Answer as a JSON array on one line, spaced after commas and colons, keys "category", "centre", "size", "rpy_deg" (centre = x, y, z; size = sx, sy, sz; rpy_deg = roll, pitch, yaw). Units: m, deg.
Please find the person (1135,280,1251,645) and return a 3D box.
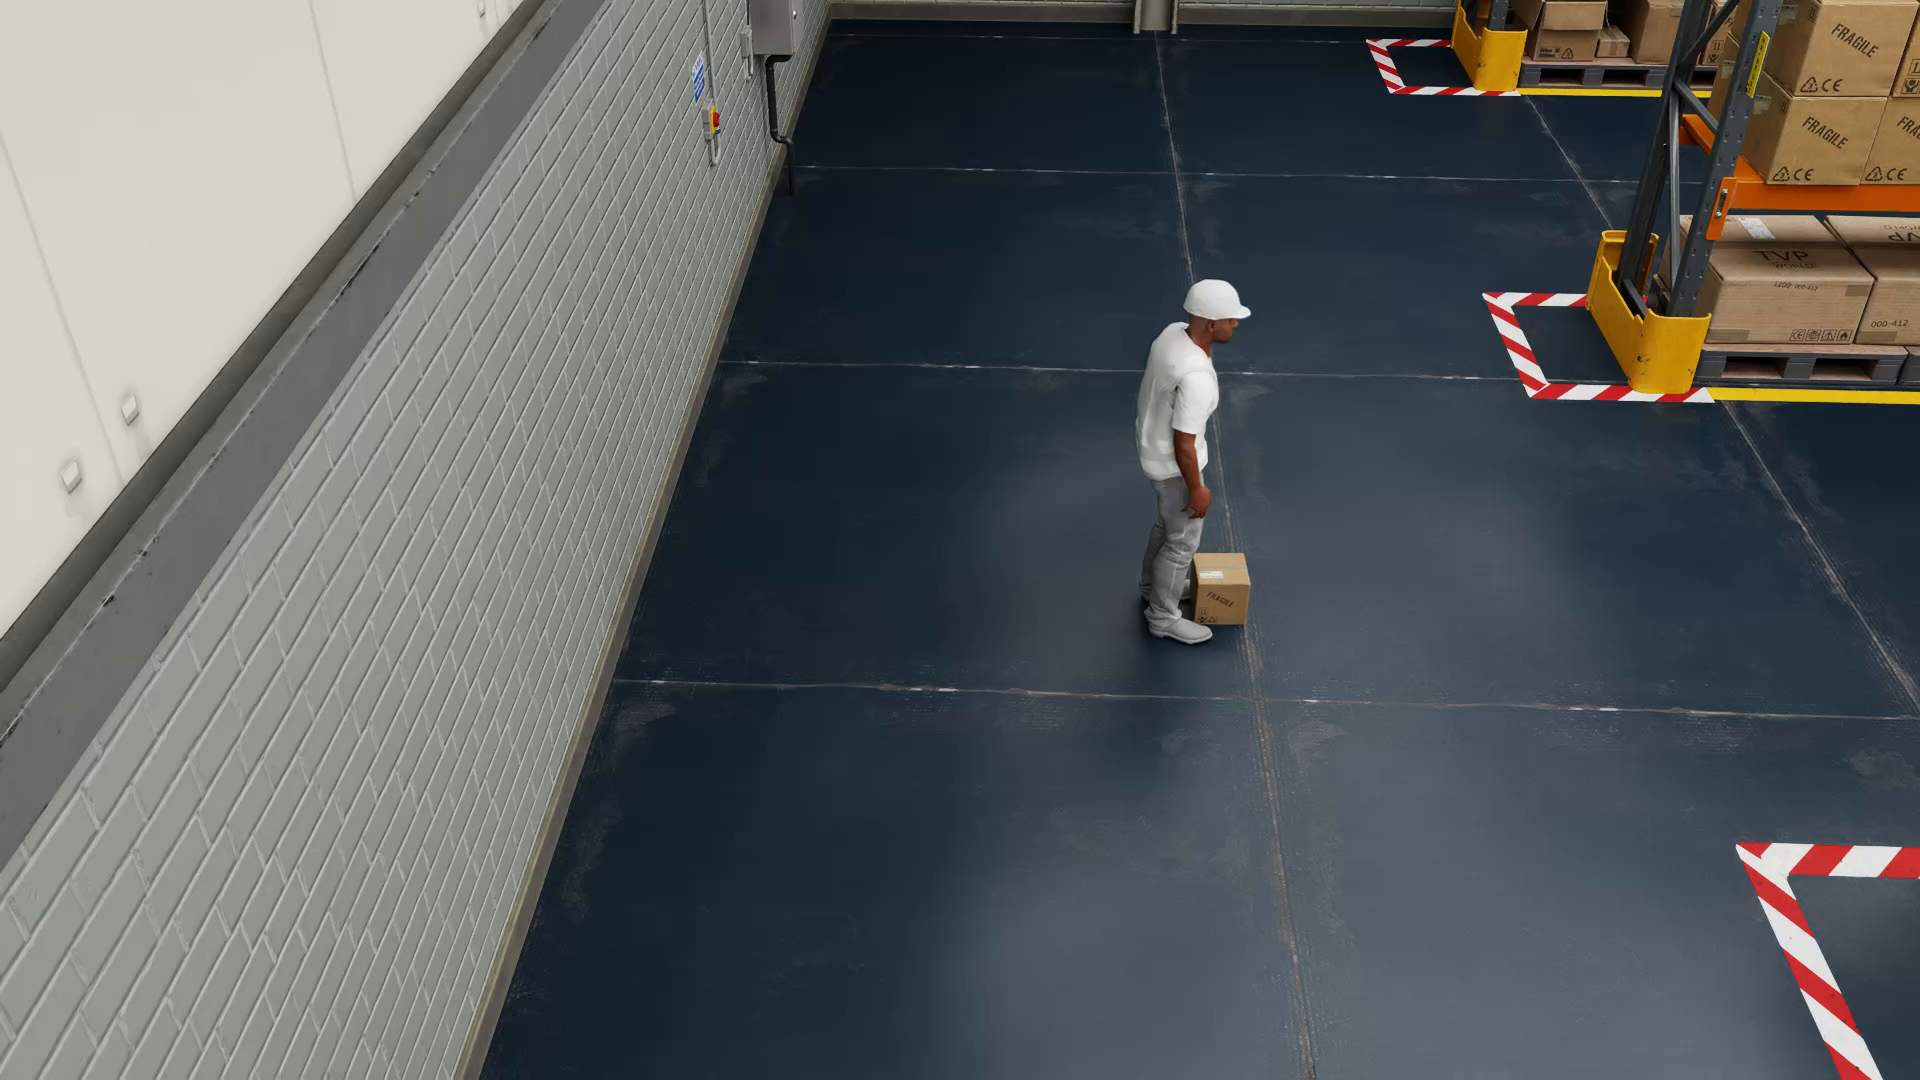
[{"category": "person", "centre": [1.033, -0.380, 7.635], "size": [0.458, 1.761, 0.638], "rpy_deg": [0, 35, 0]}]
